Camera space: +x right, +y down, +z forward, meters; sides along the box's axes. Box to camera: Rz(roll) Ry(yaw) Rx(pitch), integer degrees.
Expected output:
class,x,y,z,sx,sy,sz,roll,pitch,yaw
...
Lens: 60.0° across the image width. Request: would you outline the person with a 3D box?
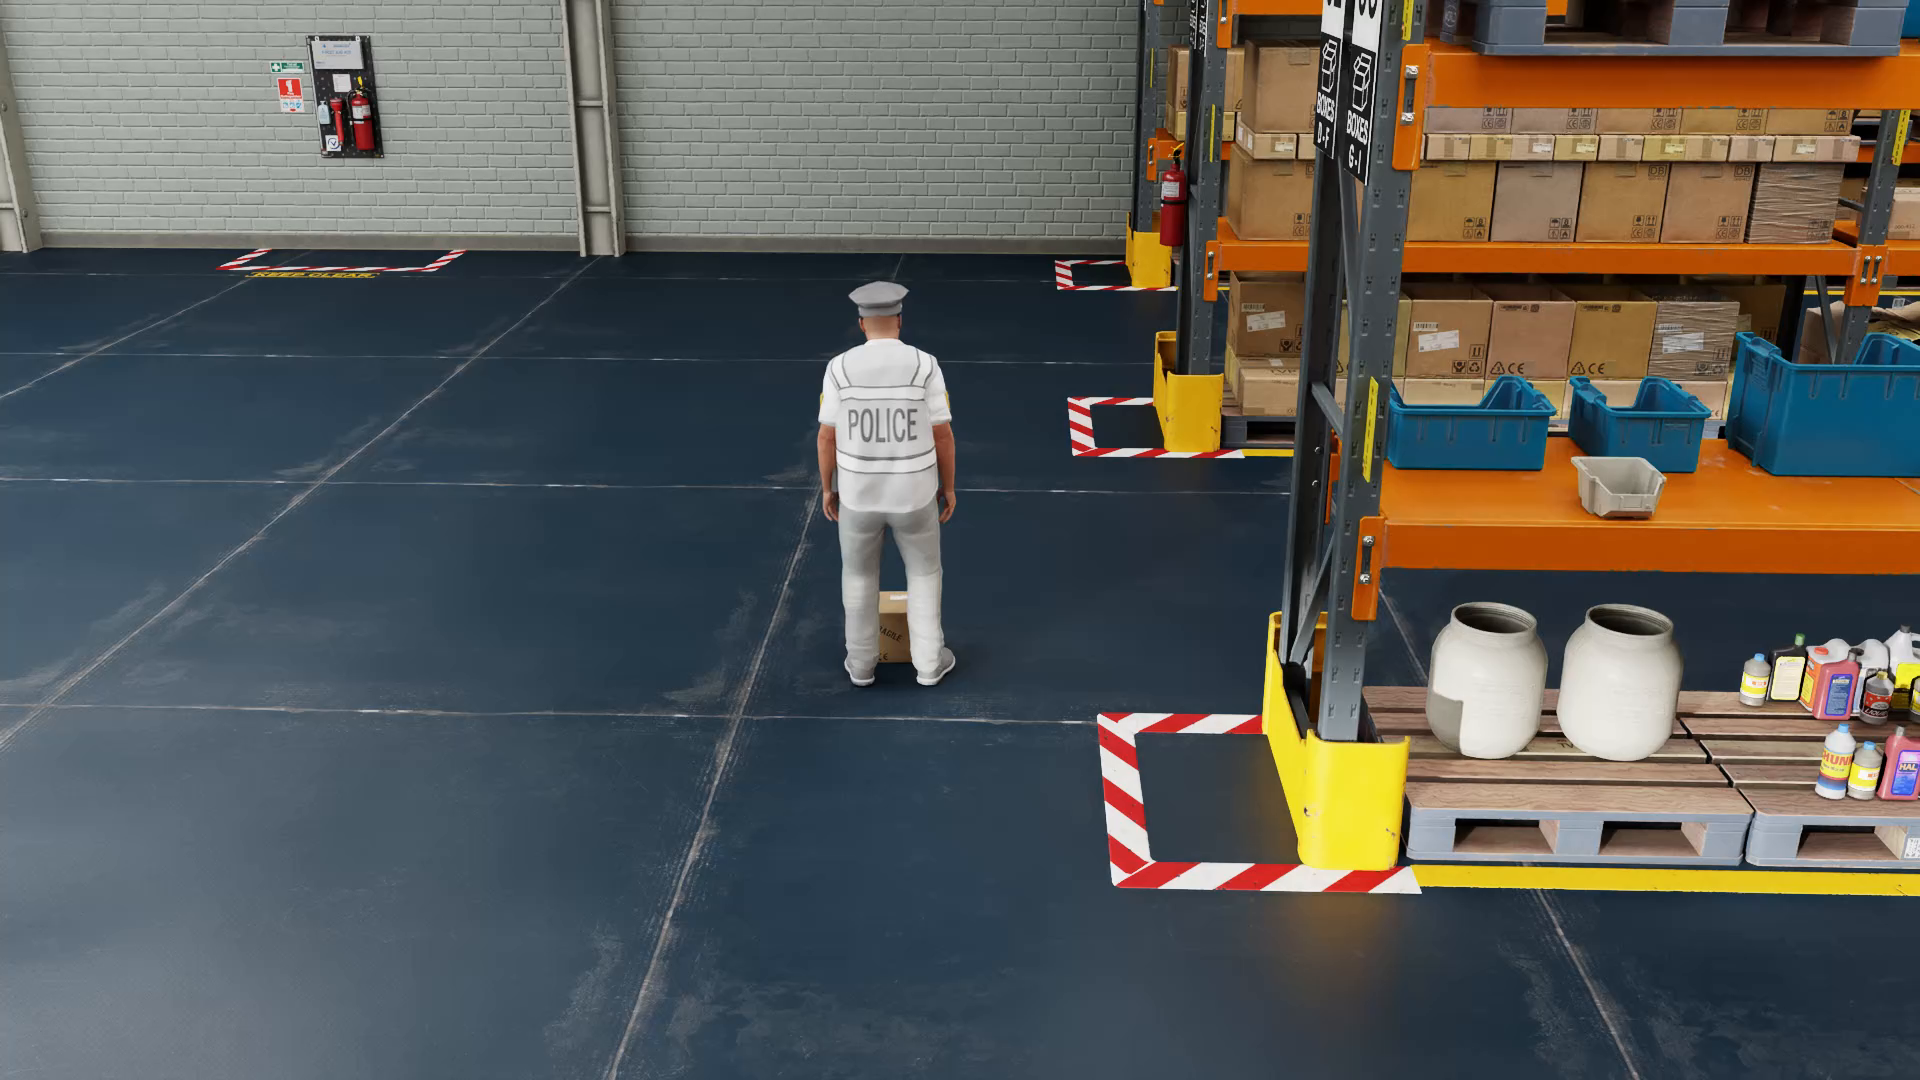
class,x,y,z,sx,sy,sz,roll,pitch,yaw
person,-0.310,-0.205,7.113,0.584,1.747,0.436,0,21,1
